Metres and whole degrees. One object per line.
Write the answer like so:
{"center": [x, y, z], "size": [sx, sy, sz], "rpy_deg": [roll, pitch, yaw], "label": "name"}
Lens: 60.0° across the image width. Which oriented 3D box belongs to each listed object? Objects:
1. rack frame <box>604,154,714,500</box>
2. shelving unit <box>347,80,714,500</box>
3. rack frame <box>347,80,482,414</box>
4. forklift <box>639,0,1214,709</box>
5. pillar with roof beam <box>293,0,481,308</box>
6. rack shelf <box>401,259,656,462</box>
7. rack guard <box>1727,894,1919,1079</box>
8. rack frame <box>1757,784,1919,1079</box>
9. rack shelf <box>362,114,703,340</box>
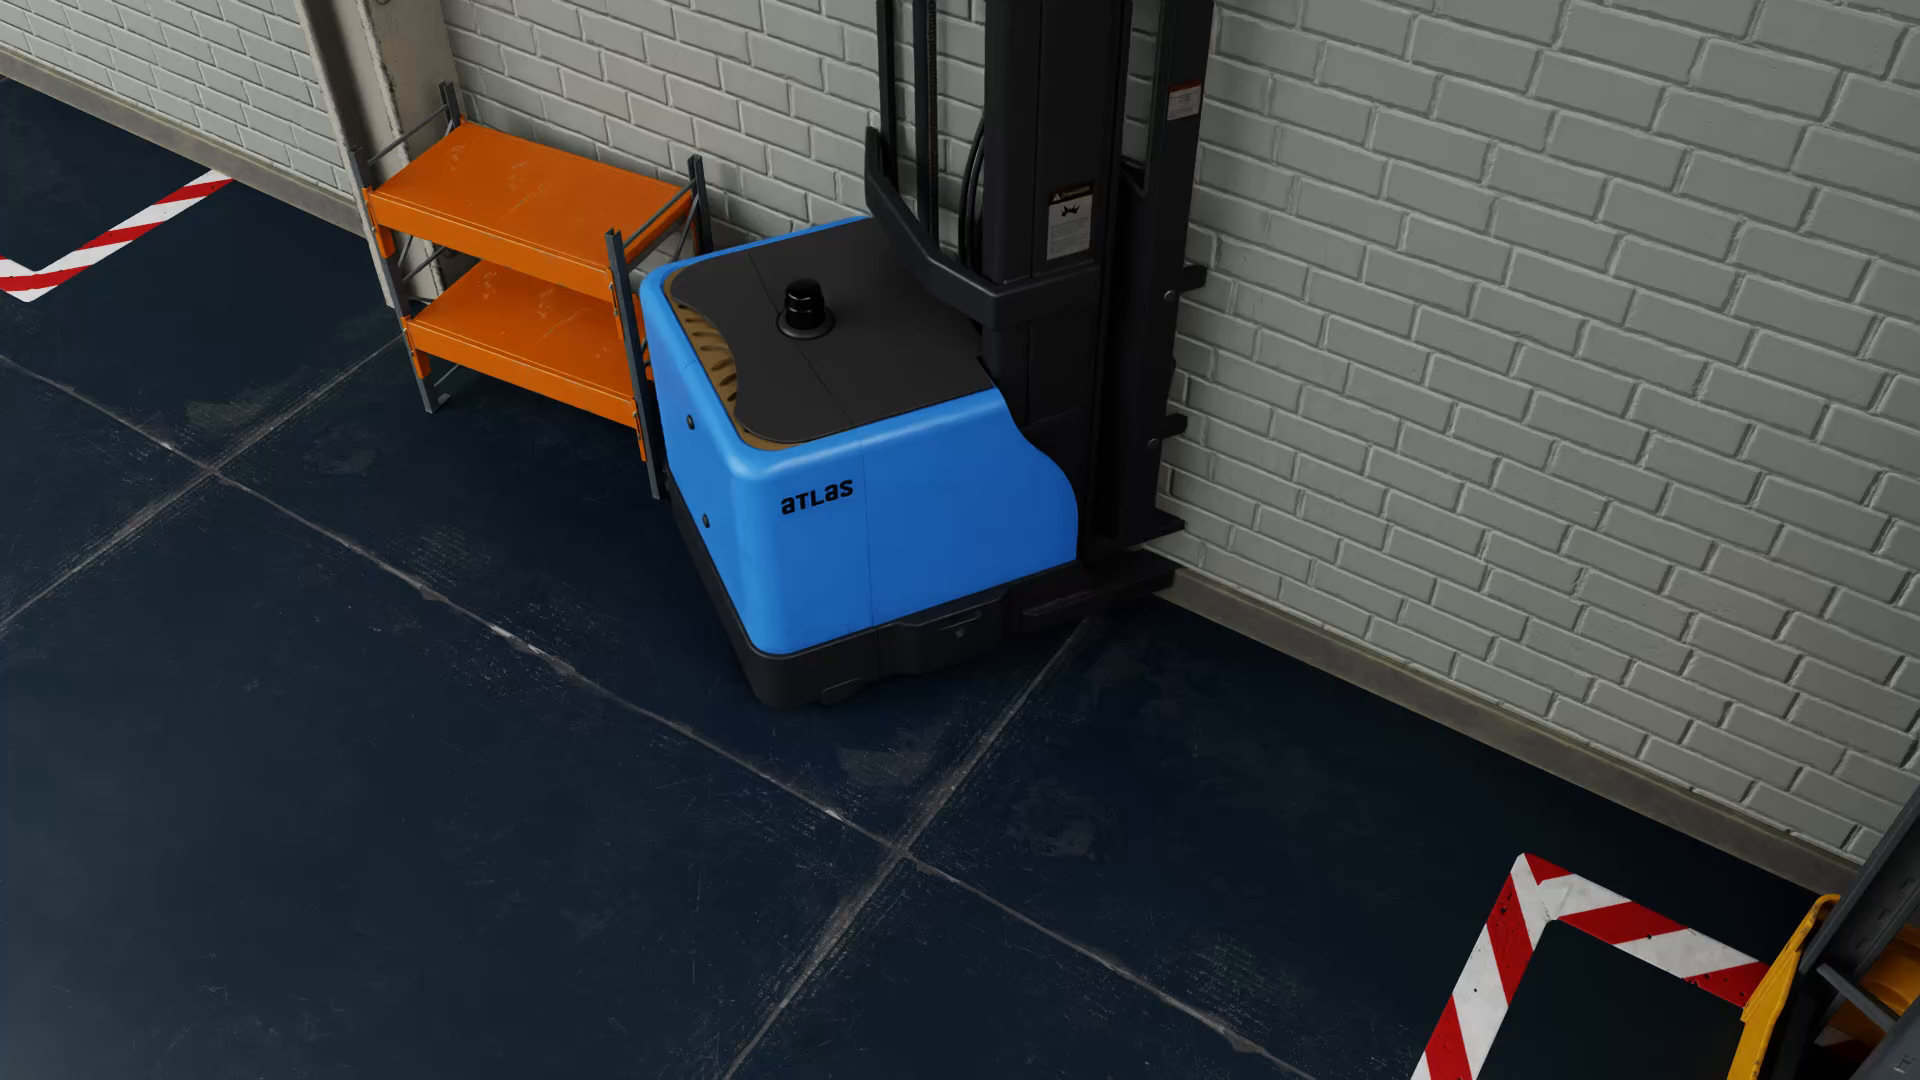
{"center": [-0.963, -0.698, 5.644], "size": [0.032, 1.125, 0.500], "rpy_deg": [20, 49, 18], "label": "rack frame"}
{"center": [-1.416, -0.863, 5.804], "size": [1.048, 1.125, 0.538], "rpy_deg": [20, 49, 18], "label": "shelving unit"}
{"center": [-1.870, -1.028, 5.965], "size": [0.032, 1.125, 0.500], "rpy_deg": [20, 49, 18], "label": "rack frame"}
{"center": [0.572, -1.210, 4.882], "size": [3.031, 2.935, 1.130], "rpy_deg": [-18, 48, -17], "label": "forklift"}
{"center": [-4.378, -1.500, 0.933], "size": [0.400, 9.000, 9.100], "rpy_deg": [25, 51, 22], "label": "pillar with roof beam"}
{"center": [-1.416, -0.693, 5.980], "size": [1.000, 0.278, 0.538], "rpy_deg": [20, 49, 18], "label": "rack shelf"}
{"center": [2.005, 1.467, 3.976], "size": [0.348, 0.500, 1.175], "rpy_deg": [25, 51, 22], "label": "rack guard"}
{"center": [1.941, 0.566, 3.108], "size": [0.127, 3.000, 1.000], "rpy_deg": [25, 51, 22], "label": "rack frame"}
{"center": [-1.416, -1.067, 5.594], "size": [1.000, 0.278, 0.538], "rpy_deg": [20, 49, 18], "label": "rack shelf"}
